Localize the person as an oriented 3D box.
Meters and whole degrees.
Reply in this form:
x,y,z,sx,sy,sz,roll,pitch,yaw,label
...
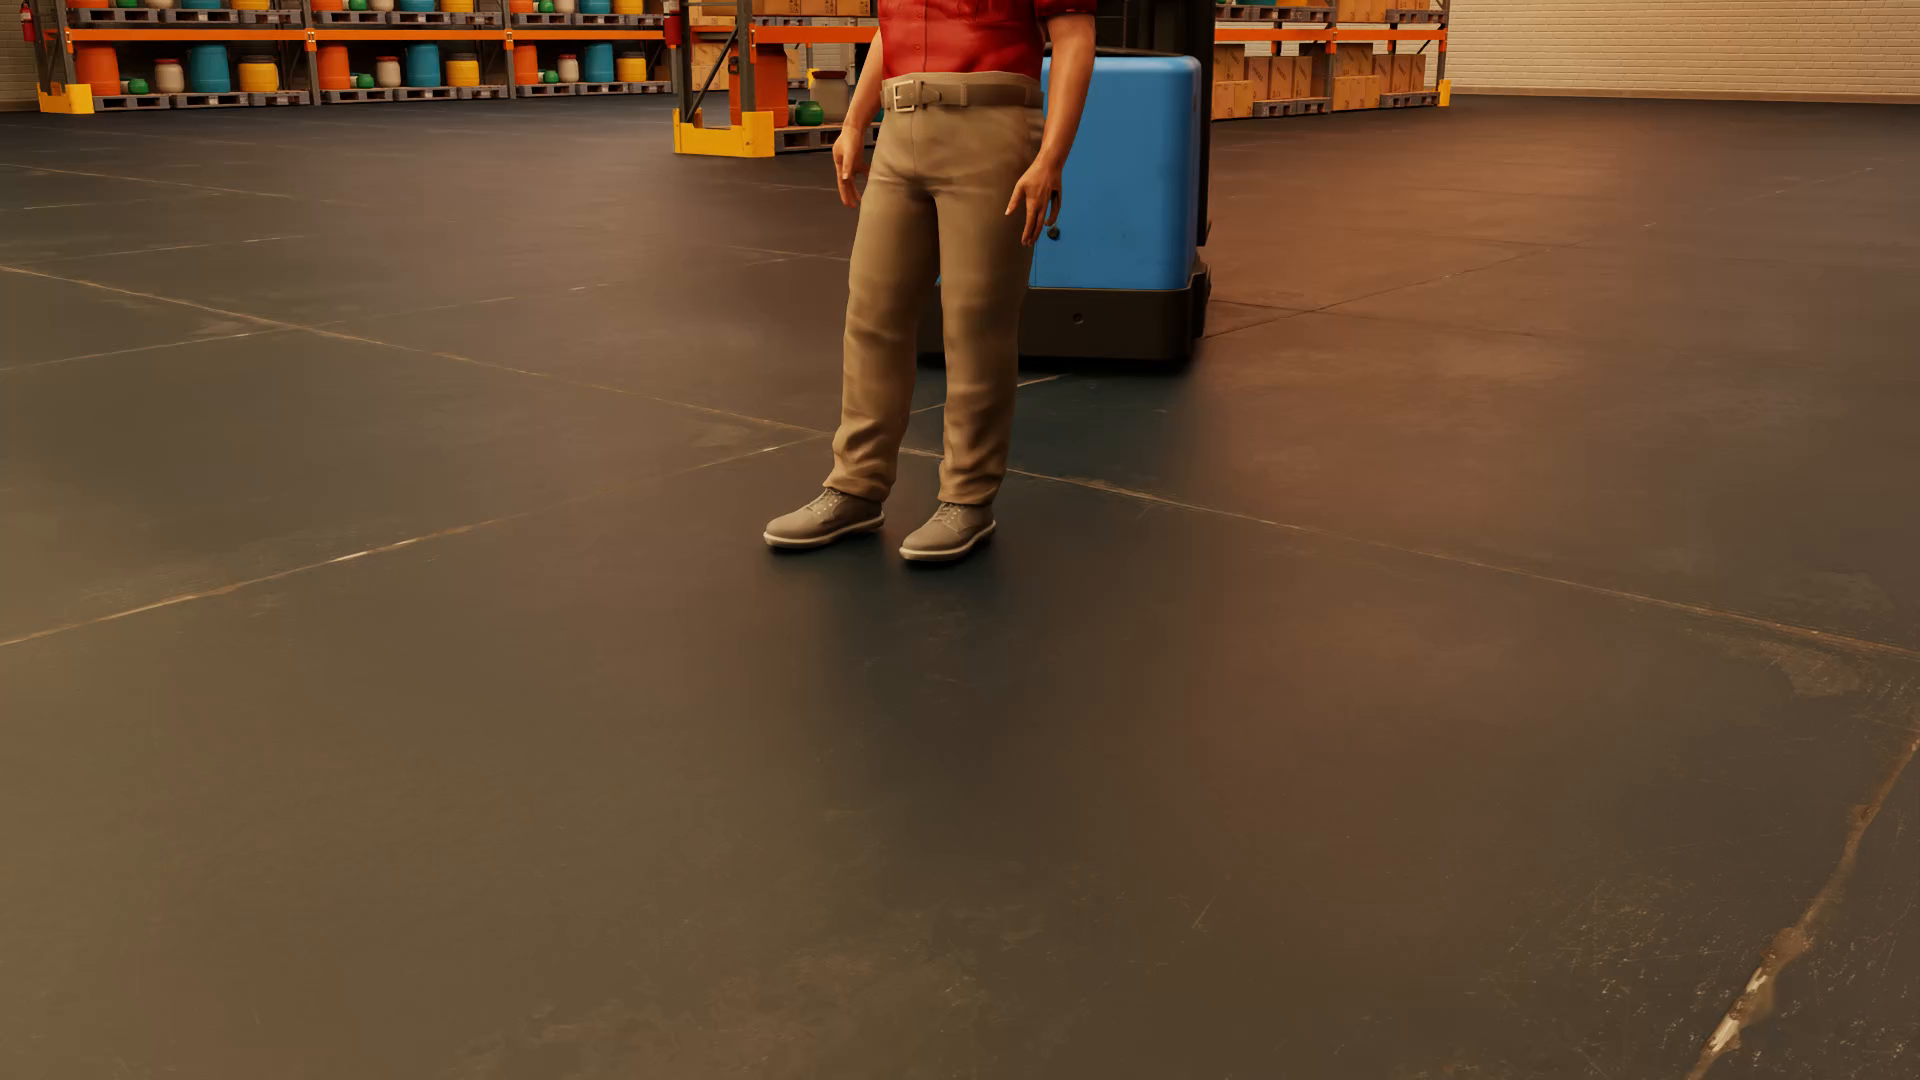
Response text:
x,y,z,sx,sy,sz,roll,pitch,yaw,label
-0.066,-0.816,3.630,0.640,1.727,0.551,13,21,37,person

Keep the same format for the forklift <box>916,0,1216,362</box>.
x,y,z,sx,sy,sz,roll,pitch,yaw,label
0.518,-2.408,6.827,1.130,2.935,3.031,3,17,9,forklift
